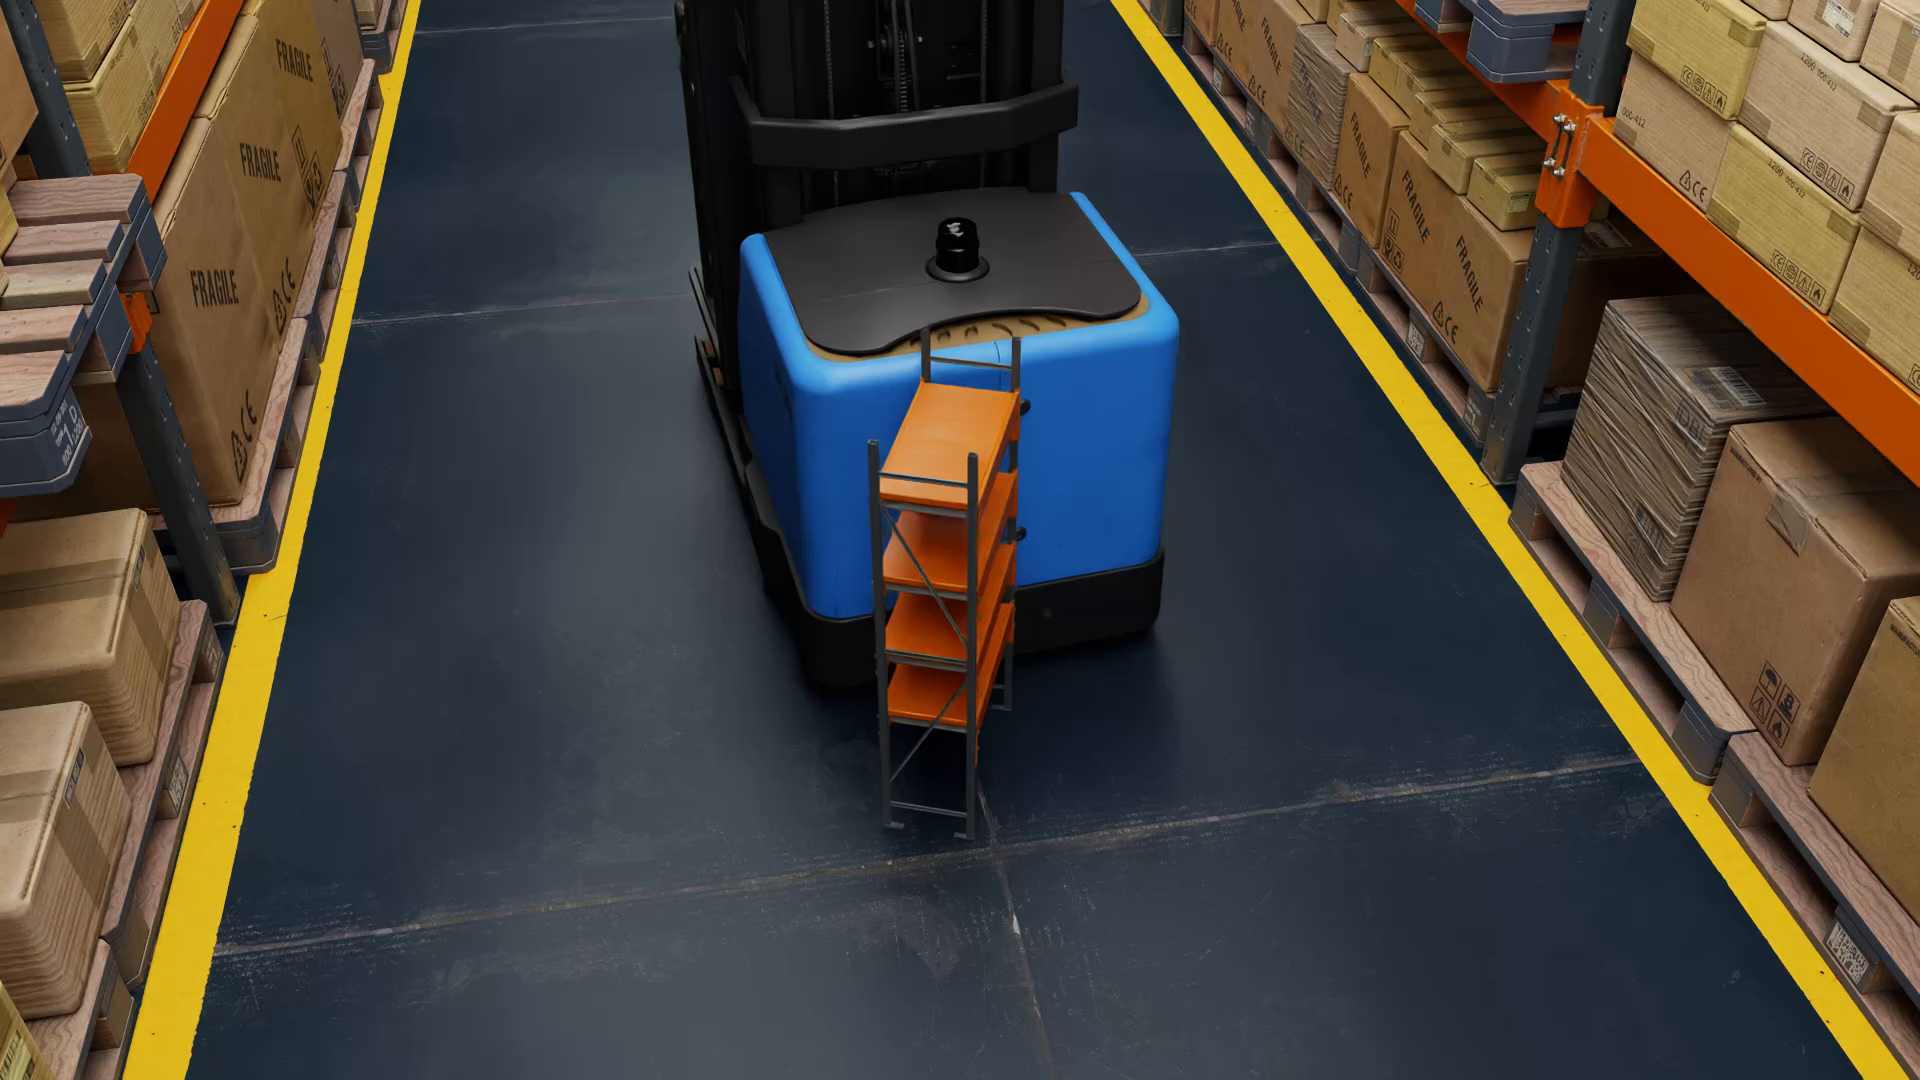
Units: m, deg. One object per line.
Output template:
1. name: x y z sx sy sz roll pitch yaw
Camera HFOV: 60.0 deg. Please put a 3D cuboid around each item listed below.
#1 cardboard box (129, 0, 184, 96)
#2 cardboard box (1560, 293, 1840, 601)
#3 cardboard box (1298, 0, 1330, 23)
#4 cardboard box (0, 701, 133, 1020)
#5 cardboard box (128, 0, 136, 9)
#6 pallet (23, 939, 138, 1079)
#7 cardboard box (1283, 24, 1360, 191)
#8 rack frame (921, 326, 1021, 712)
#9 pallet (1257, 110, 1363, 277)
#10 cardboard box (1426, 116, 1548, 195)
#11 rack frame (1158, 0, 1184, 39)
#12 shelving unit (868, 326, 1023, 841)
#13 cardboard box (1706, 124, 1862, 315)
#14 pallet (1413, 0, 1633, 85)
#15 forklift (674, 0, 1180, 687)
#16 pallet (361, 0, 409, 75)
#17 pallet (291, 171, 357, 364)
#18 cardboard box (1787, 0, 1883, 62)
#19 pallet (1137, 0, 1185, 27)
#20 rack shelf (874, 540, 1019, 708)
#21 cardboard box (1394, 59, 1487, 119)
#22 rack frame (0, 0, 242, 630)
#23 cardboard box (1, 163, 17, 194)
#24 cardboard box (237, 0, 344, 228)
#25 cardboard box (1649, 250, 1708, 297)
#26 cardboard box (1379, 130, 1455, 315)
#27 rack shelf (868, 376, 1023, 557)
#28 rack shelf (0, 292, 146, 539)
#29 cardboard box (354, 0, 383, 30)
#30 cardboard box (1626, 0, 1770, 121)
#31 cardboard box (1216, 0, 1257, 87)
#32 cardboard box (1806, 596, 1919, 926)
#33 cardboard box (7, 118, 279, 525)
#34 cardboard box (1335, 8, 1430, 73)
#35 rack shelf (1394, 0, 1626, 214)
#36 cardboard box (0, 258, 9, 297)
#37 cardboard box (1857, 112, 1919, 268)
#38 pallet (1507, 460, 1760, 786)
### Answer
1. cardboard box: -2.592 -1.481 4.834 0.500 0.250 0.500 -7 38 -9
2. cardboard box: 2.335 -0.296 4.779 0.875 0.625 0.625 -5 38 -7
3. cardboard box: 1.629 -2.270 6.893 0.380 0.149 0.250 -5 38 -6
4. cardboard box: -2.420 0.749 3.640 0.950 0.372 0.625 -7 38 -9
5. cardboard box: -2.582 -1.693 4.699 0.500 0.250 0.500 -5 38 -7
6. pallet: -2.301 1.399 3.277 1.003 0.211 1.213 -6 38 -8
7. cardboard box: 1.672 -1.788 6.802 0.500 0.500 0.500 -8 38 -10
8. rack frame: 0.026 -0.015 4.291 0.240 1.200 0.015 8 39 10
9. pallet: 1.935 -1.535 7.054 1.003 0.211 1.213 -6 38 -8
10. cardboard box: 1.825 -1.313 5.662 0.380 0.149 0.250 -8 39 -10
11. rack frame: 1.538 -3.862 7.776 1.000 3.000 0.127 -6 38 -8
12. shelving unit: -0.027 0.131 4.103 0.258 1.200 0.503 8 39 10
13. cardboard box: 2.160 -0.788 3.942 0.500 0.250 0.500 -7 38 -9
14. pallet: 2.051 -1.772 5.242 1.213 0.211 1.003 -6 38 -8
15. forklift: -0.316 -1.658 4.995 1.130 2.935 3.031 -10 39 -13
16. pallet: -3.405 -2.692 8.543 1.003 0.211 1.213 -6 38 -8
17. pallet: -2.922 -1.028 6.401 1.003 0.211 1.213 -6 38 -8
18. cardboard box: 2.123 -1.204 3.744 0.380 0.149 0.250 -5 38 -7
19. pallet: 1.418 -3.176 9.166 1.003 0.211 1.213 -6 38 -8
20. rack shelf: -0.027 0.184 4.144 0.258 0.148 0.480 8 39 10
21. cardboard box: 1.821 -1.642 6.084 0.380 0.149 0.250 -5 38 -7
22. rack frame: -2.647 -0.910 3.976 1.000 3.000 0.127 -6 38 -8
23. cardboard box: -2.358 -0.804 3.702 0.380 0.149 0.250 -5 38 -6
24. cardboard box: -2.995 -1.742 6.437 0.875 0.875 0.875 -5 38 -7
25. cardboard box: 2.441 -0.909 5.671 0.500 0.500 0.500 -5 38 -6
26. cardboard box: 1.876 -1.160 5.994 0.500 0.500 0.500 -7 38 -9
27. rack shelf: -0.027 -0.179 3.862 0.258 0.148 0.480 8 39 10
28. rack shelf: -2.296 0.582 2.642 1.077 0.370 4.000 -6 38 -8
29. cardboard box: -3.353 -2.871 8.246 0.875 0.438 0.875 -7 38 -9
30. cardboard box: 2.052 -1.287 4.177 0.500 0.250 0.500 -6 38 -8
31. cardboard box: 1.504 -2.404 7.594 0.500 0.500 0.500 -7 38 -9
32. cardboard box: 2.576 0.505 3.749 0.875 0.625 0.625 -8 39 -10
33. cardboard box: -2.686 -0.663 5.048 0.875 0.875 0.875 -7 38 -8
34. cardboard box: 1.698 -1.956 6.489 0.380 0.149 0.250 -8 39 -10
35. rack shelf: 1.889 -2.370 6.442 1.077 0.370 4.000 -6 38 -8
36. cardboard box: -2.151 -0.502 3.314 0.380 0.149 0.250 -7 38 -8
37. cardboard box: 2.237 -0.669 3.381 0.500 0.250 0.500 -7 38 -9
38. pallet: 2.345 0.157 4.876 1.003 0.211 1.213 -6 38 -8
